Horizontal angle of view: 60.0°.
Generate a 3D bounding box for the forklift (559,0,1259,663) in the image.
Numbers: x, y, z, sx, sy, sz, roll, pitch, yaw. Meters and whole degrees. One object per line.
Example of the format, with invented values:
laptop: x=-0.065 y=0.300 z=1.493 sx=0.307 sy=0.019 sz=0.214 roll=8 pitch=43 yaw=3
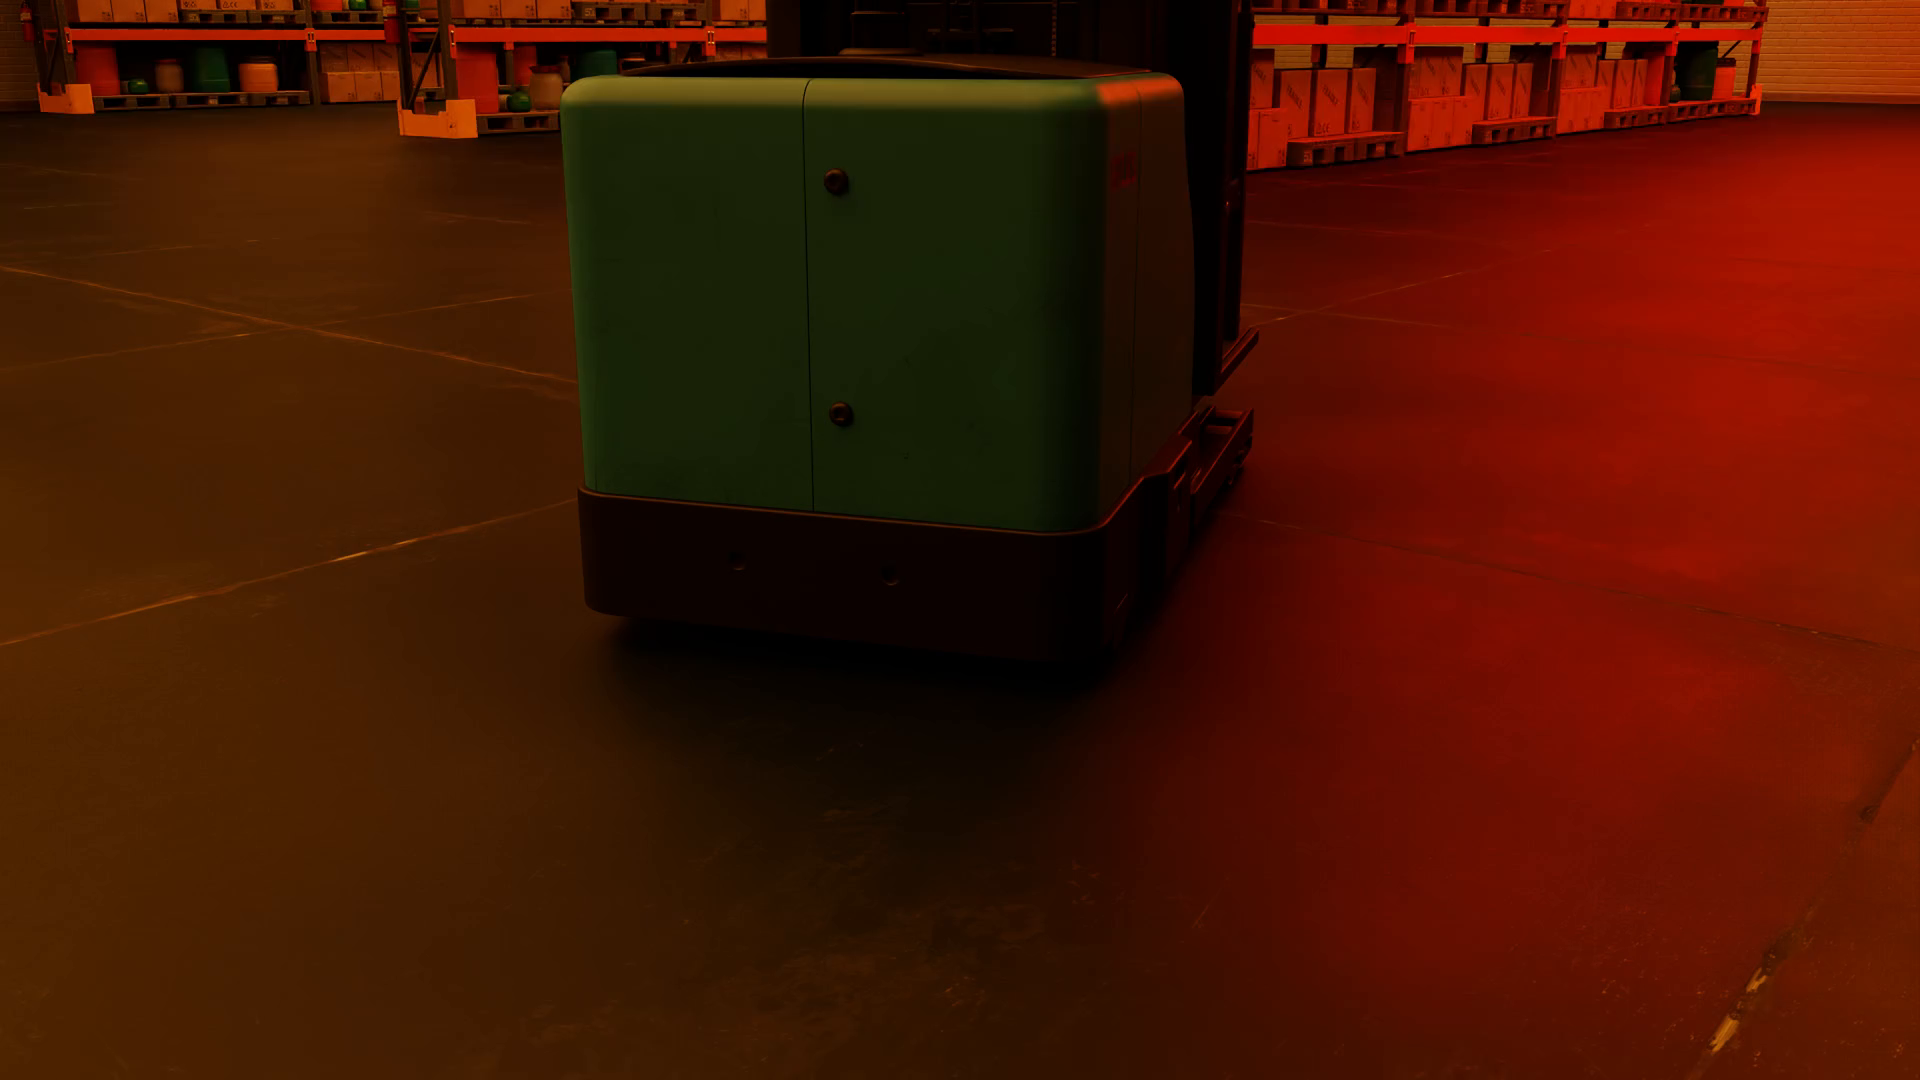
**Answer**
forklift: x=0.182 y=-1.571 z=4.072 sx=1.130 sy=2.935 sz=3.031 roll=5 pitch=18 yaw=17
